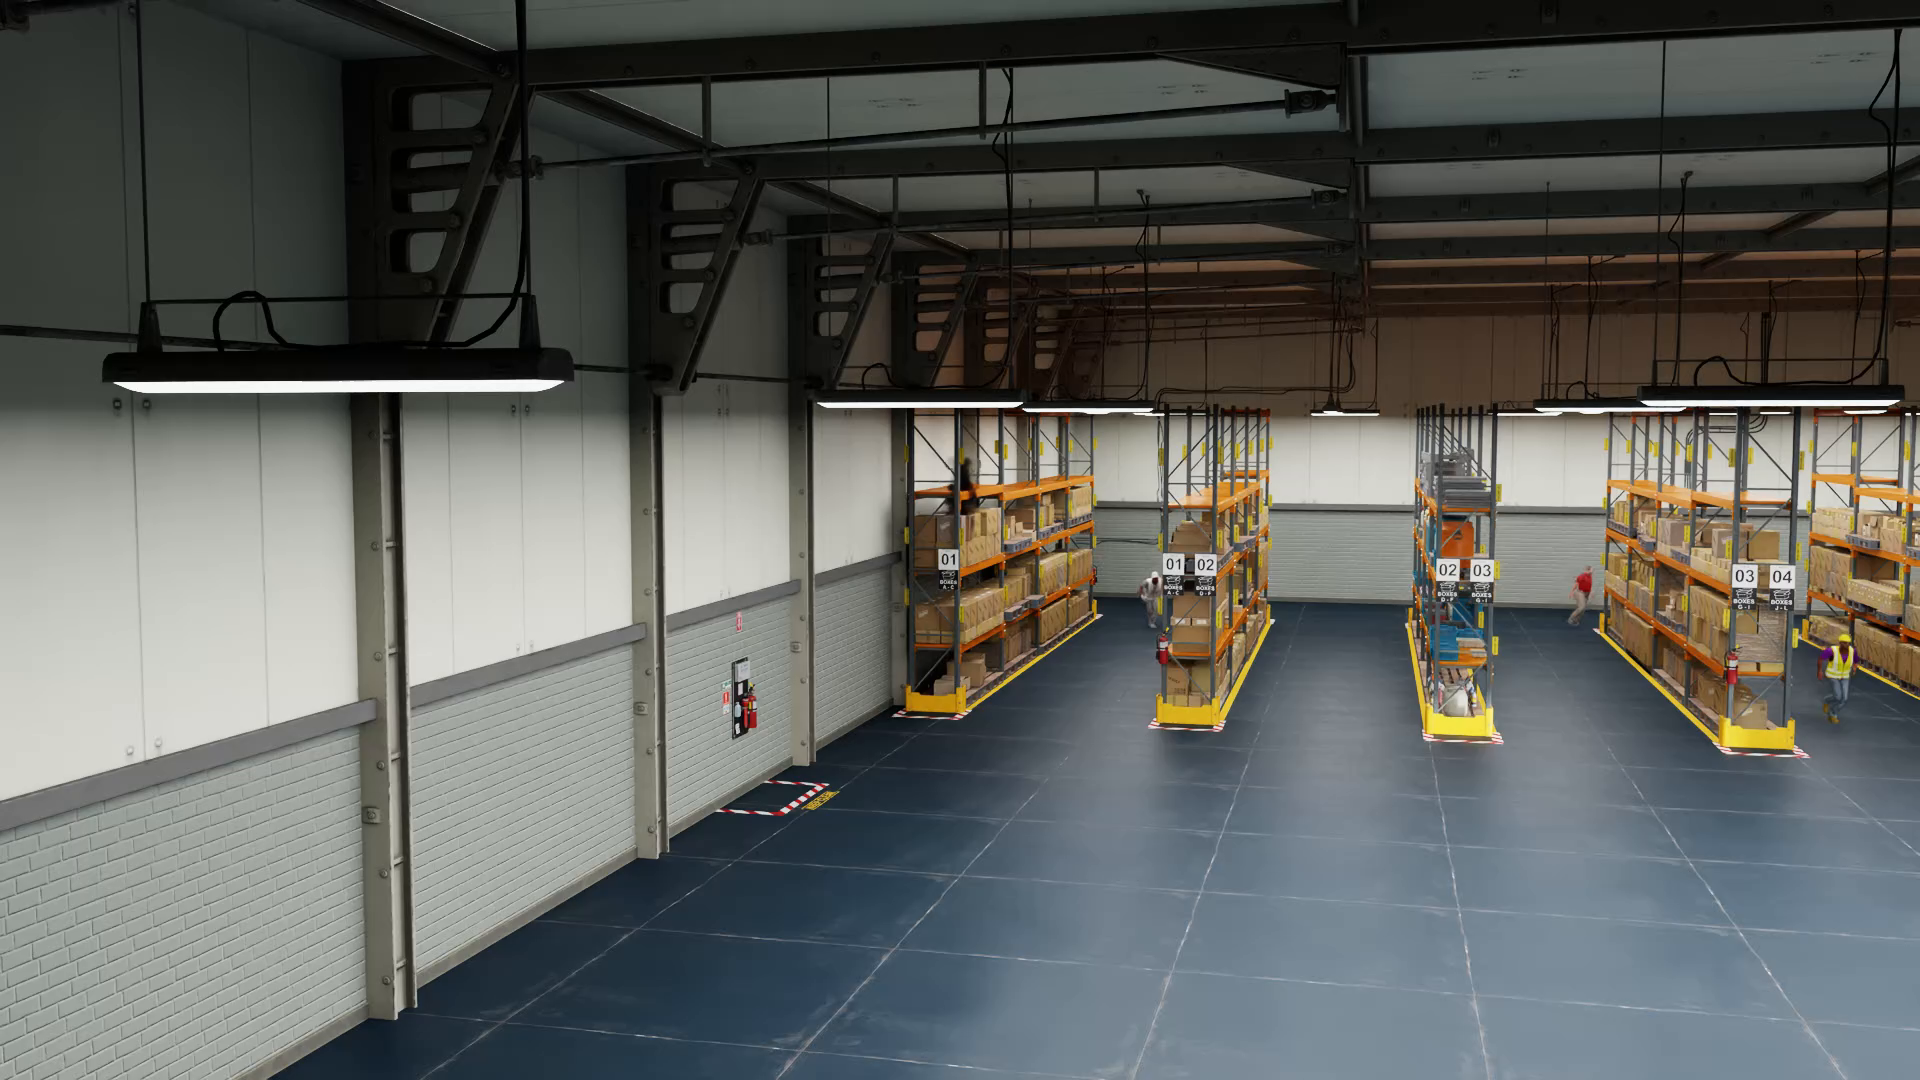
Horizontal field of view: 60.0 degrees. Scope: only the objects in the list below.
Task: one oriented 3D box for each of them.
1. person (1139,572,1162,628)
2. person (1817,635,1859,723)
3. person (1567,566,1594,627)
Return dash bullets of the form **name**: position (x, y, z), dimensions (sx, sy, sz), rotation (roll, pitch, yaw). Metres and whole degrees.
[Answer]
- **person**: position (5.258, 1.626, 45.599), dimensions (0.700, 1.579, 0.948), rotation (0, 4, -6)
- **person**: position (16.557, 2.599, 31.340), dimensions (0.661, 1.686, 0.705), rotation (-1, 4, -7)
- **person**: position (17.154, 1.556, 45.936), dimensions (0.704, 1.718, 0.557), rotation (-3, 5, -40)
